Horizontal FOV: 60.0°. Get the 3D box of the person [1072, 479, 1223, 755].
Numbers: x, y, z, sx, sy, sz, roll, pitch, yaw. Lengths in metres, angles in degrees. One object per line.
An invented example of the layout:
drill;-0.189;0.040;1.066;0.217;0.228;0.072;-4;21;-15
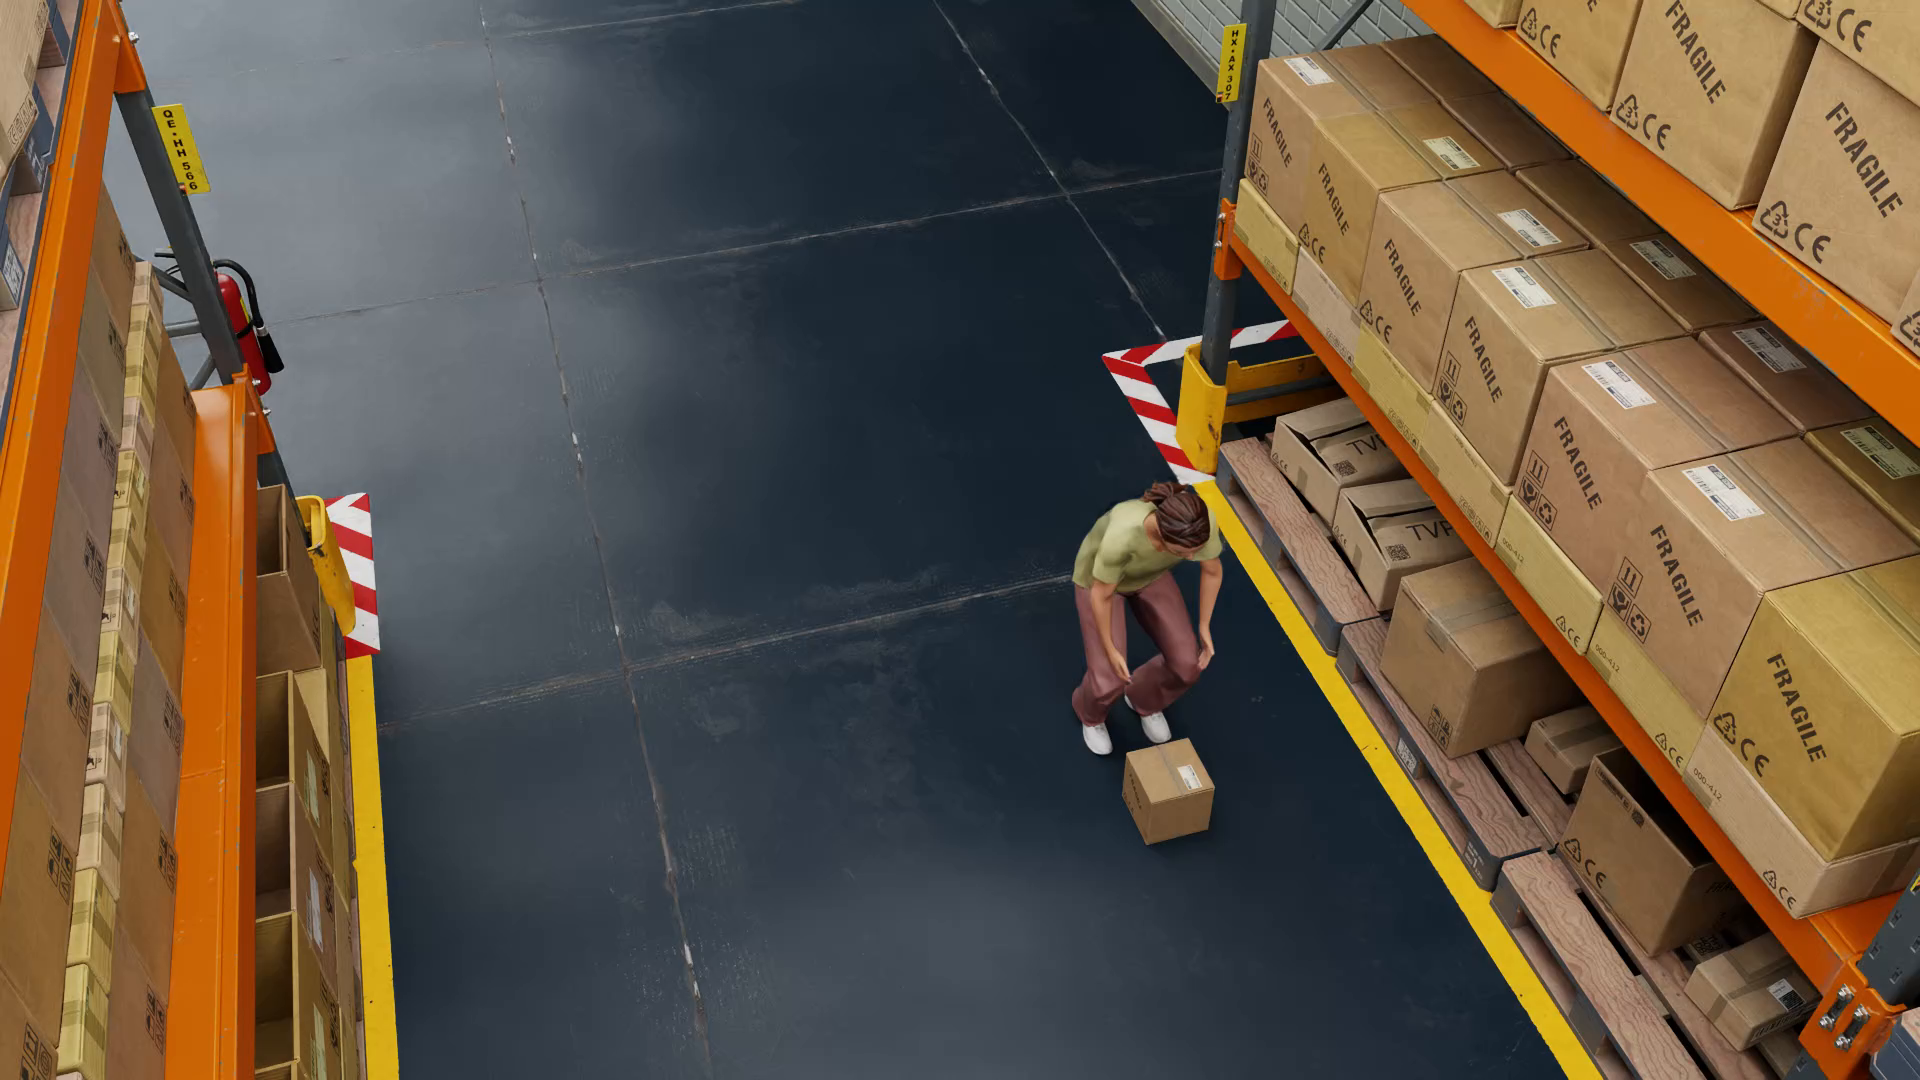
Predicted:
person;0.686;0.243;6.111;0.510;1.390;0.635;-12;44;-13
